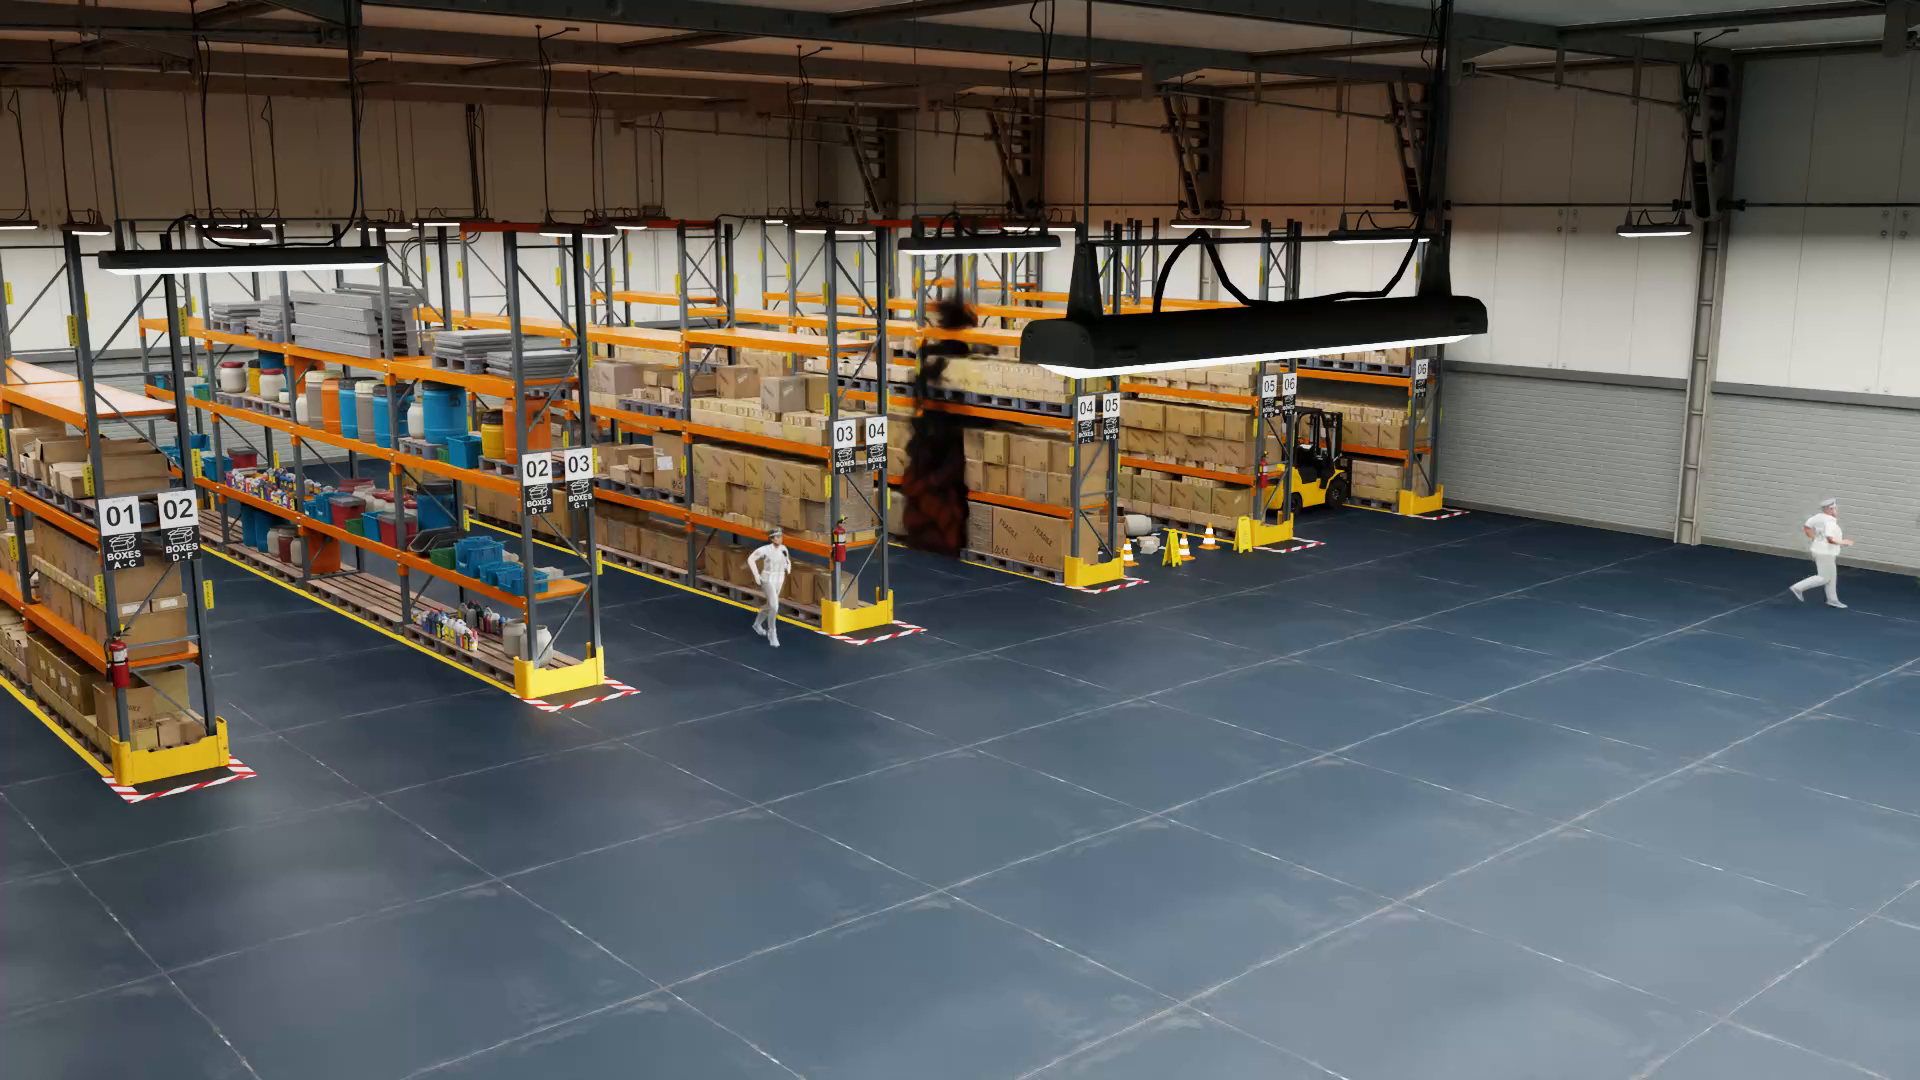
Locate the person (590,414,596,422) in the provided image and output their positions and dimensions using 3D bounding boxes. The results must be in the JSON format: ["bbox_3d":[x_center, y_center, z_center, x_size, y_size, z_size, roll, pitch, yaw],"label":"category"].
[{"bbox_3d":[-9.024,-2.624,40.537,0.686,1.737,0.584,8,14,33],"label":"person"}]

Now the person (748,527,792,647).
[{"bbox_3d":[-2.770,0.654,24.469,0.770,1.729,0.621,10,15,42],"label":"person"}]

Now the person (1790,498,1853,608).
[{"bbox_3d":[13.680,0.216,26.363,0.944,1.790,0.664,1,11,6],"label":"person"}]
